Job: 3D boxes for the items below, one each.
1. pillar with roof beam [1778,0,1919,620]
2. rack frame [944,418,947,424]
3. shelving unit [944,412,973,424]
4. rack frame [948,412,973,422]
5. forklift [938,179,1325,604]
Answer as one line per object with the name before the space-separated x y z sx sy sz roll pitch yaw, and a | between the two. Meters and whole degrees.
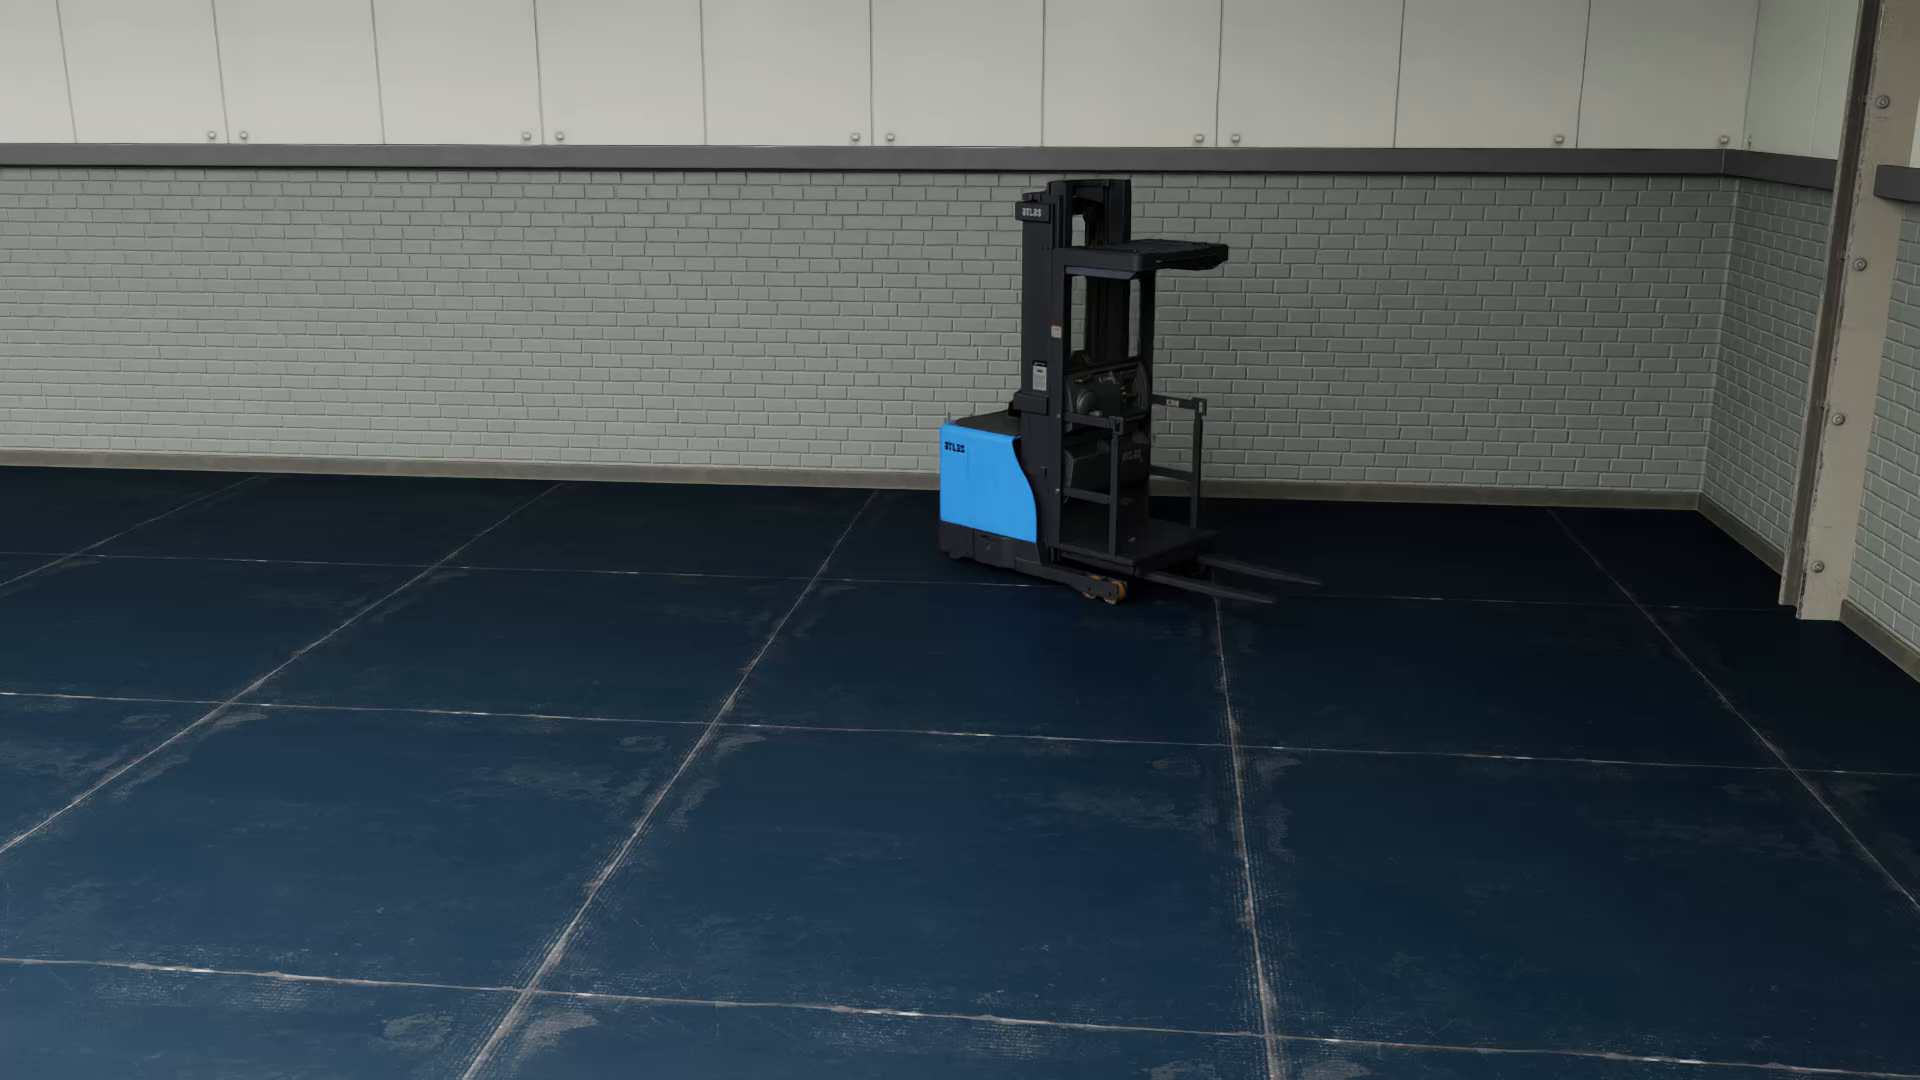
pillar with roof beam | 1.756 -3.966 11.088 9.100 9.000 0.400 2 15 6
rack frame | -0.026 -0.463 13.362 0.200 1.050 0.008 2 15 6
shelving unit | -0.012 -0.495 13.479 0.215 1.050 0.252 2 15 6
rack frame | 0.002 -0.527 13.596 0.200 1.050 0.008 2 15 6
forklift | 1.244 -1.108 12.146 3.031 2.935 1.130 14 20 41
